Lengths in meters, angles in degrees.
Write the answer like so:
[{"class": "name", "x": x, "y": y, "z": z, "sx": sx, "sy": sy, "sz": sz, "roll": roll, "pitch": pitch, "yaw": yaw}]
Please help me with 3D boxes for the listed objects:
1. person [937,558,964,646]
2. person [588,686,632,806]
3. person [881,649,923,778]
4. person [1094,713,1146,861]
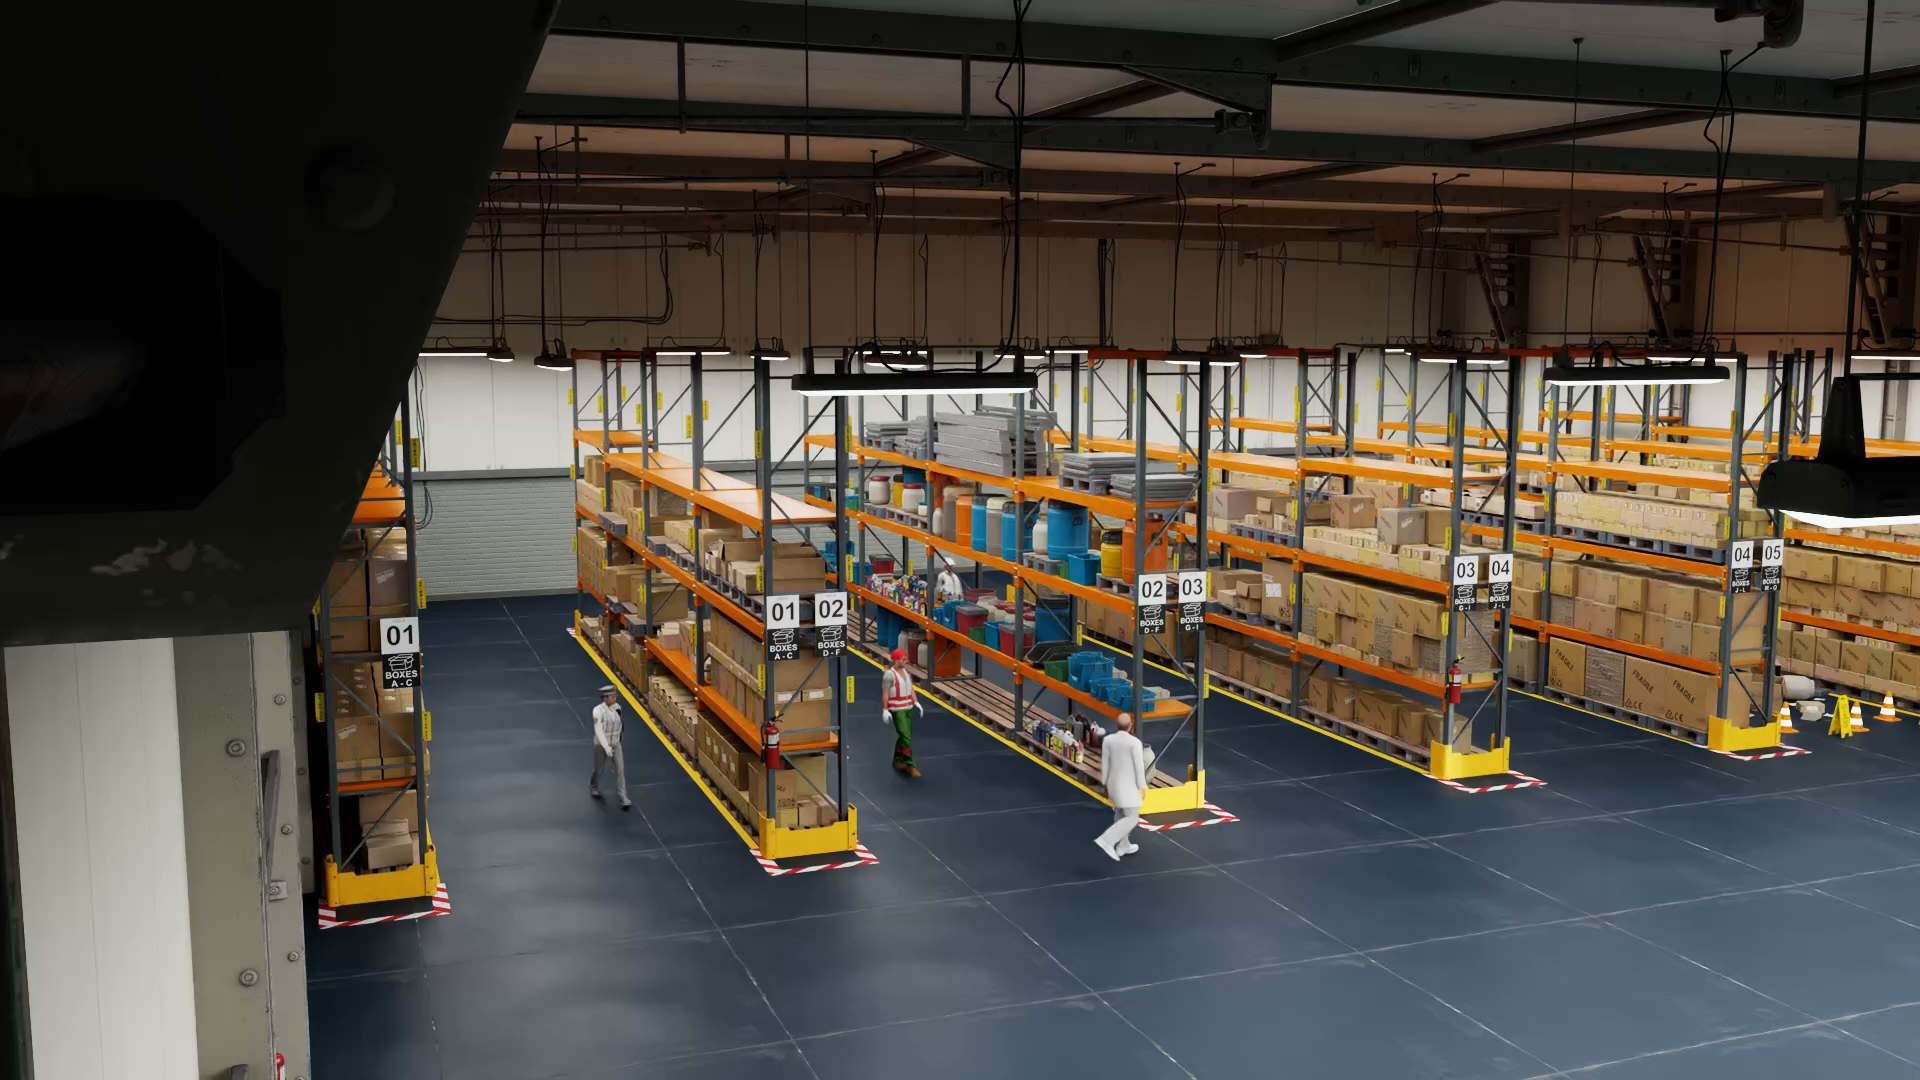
[{"class": "person", "x": -0.147, "y": 1.237, "z": 33.966, "sx": 0.938, "sy": 1.742, "sz": 0.577, "roll": 6, "pitch": 9, "yaw": 41}, {"class": "person", "x": -4.713, "y": 2.744, "z": 22.450, "sx": 0.466, "sy": 1.582, "sz": 1.067, "roll": -5, "pitch": 9, "yaw": -37}, {"class": "person", "x": -0.748, "y": 2.481, "z": 23.959, "sx": 0.740, "sy": 1.789, "sz": 0.578, "roll": 6, "pitch": 9, "yaw": 38}, {"class": "person", "x": 1.903, "y": 2.962, "z": 19.948, "sx": 0.810, "sy": 1.770, "sz": 0.574, "roll": -5, "pitch": 9, "yaw": -35}]
